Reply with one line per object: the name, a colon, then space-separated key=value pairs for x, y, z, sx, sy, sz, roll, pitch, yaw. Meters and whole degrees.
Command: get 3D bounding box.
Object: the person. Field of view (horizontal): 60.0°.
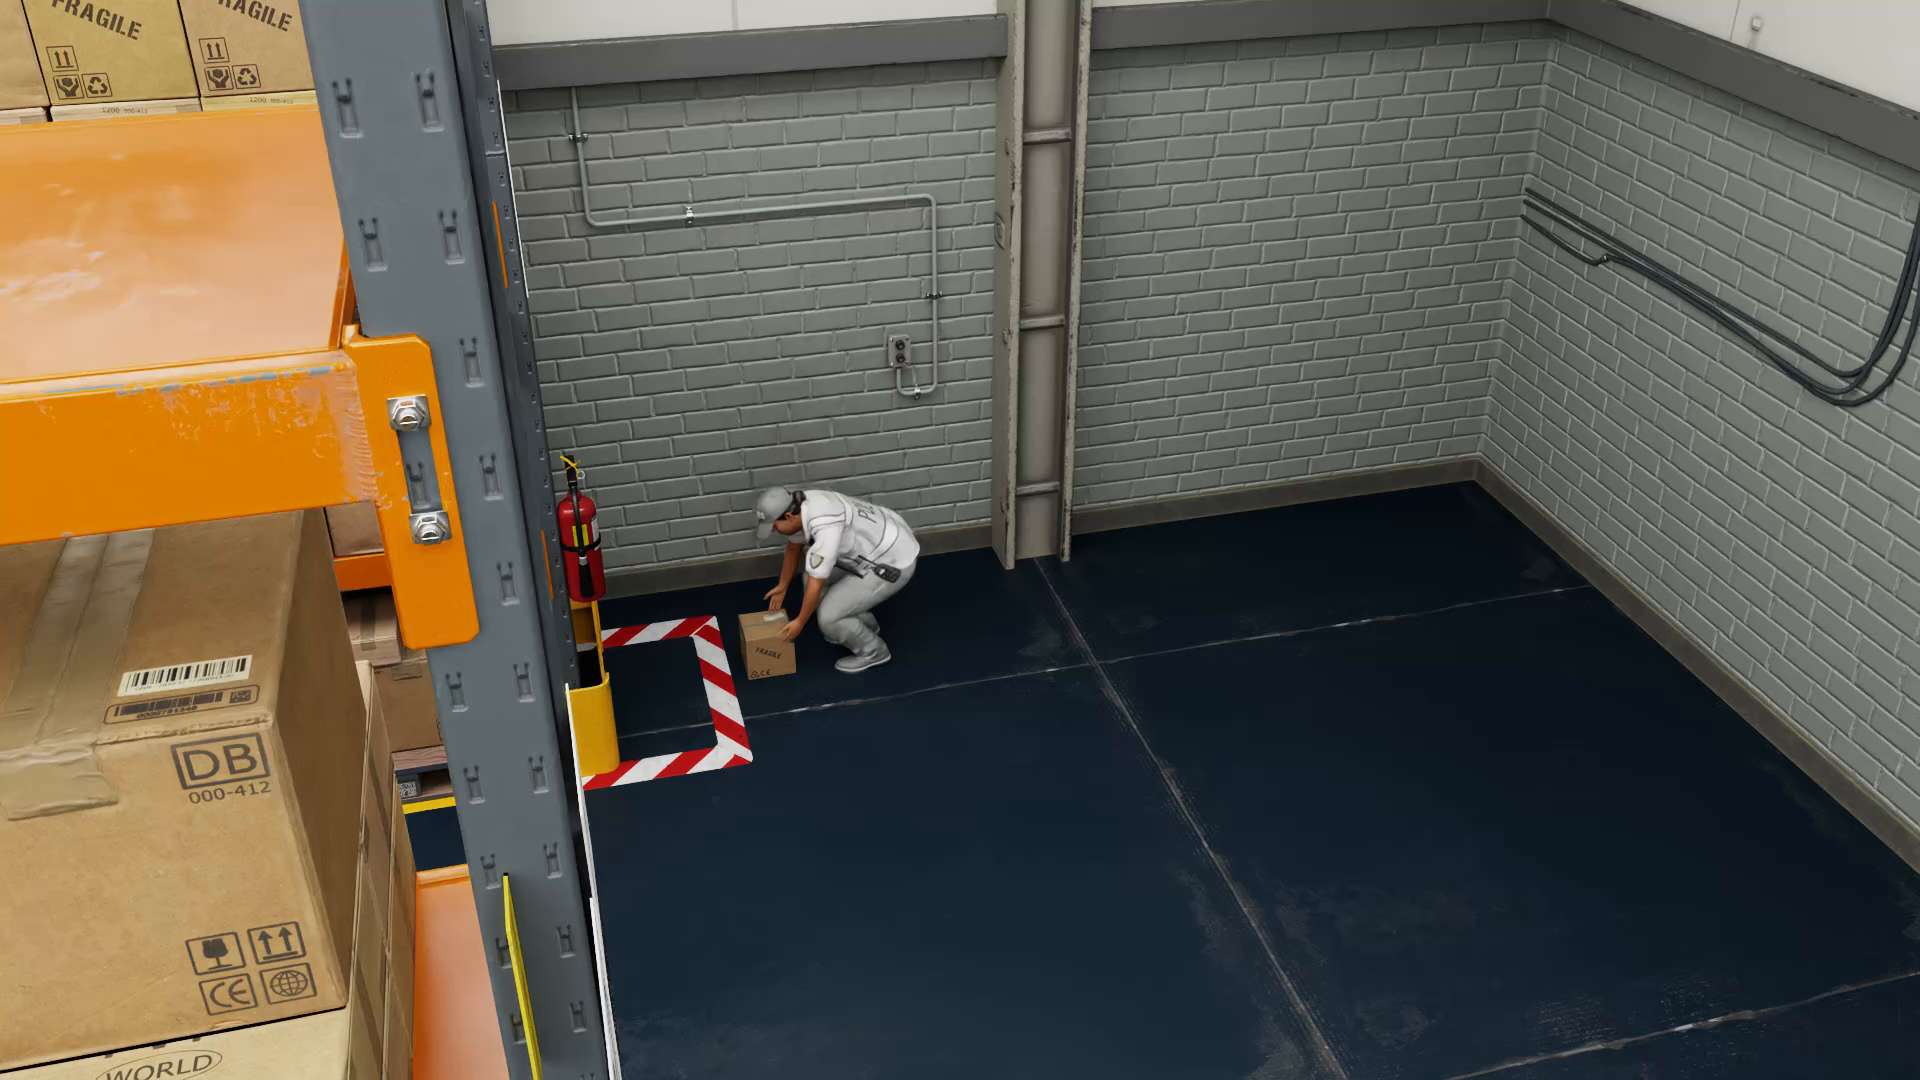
person: x=-0.625 y=0.157 z=8.560 sx=0.838 sy=1.067 sz=0.532 roll=-8 pitch=31 yaw=-13
